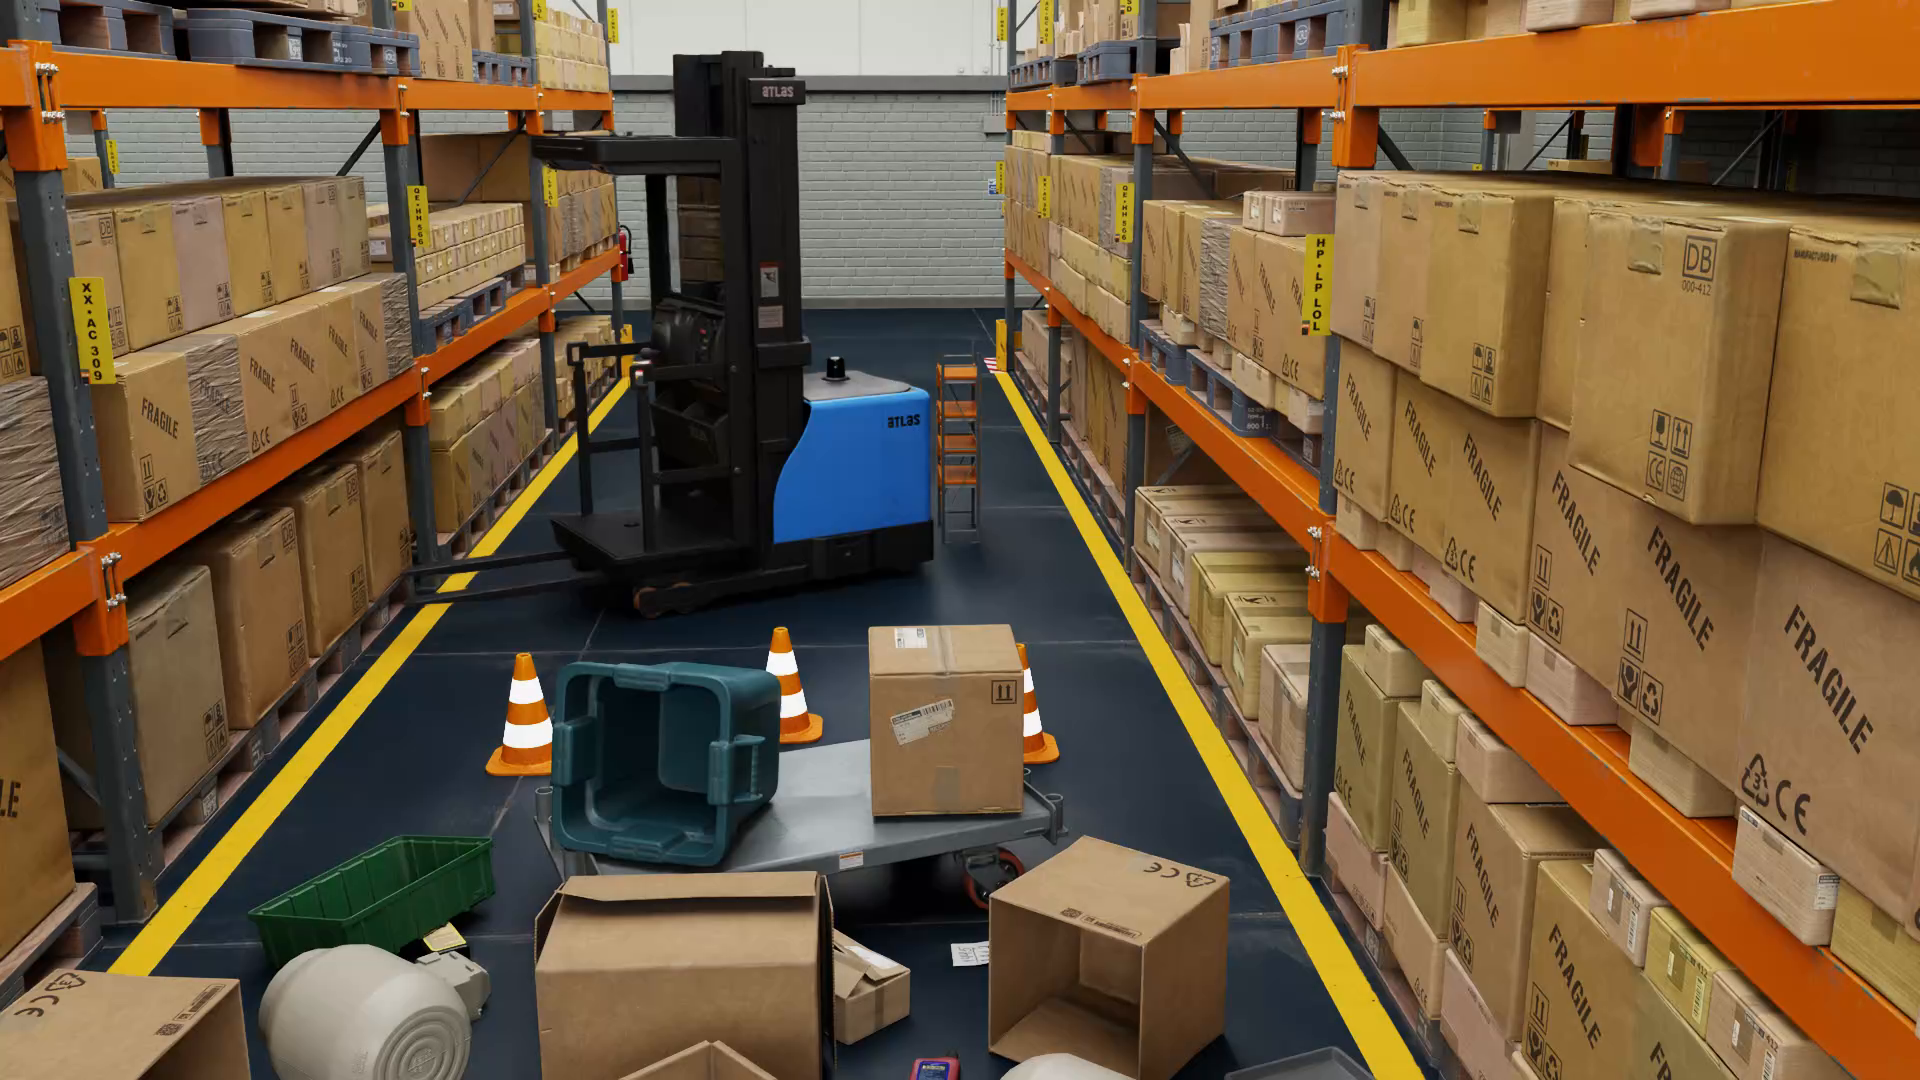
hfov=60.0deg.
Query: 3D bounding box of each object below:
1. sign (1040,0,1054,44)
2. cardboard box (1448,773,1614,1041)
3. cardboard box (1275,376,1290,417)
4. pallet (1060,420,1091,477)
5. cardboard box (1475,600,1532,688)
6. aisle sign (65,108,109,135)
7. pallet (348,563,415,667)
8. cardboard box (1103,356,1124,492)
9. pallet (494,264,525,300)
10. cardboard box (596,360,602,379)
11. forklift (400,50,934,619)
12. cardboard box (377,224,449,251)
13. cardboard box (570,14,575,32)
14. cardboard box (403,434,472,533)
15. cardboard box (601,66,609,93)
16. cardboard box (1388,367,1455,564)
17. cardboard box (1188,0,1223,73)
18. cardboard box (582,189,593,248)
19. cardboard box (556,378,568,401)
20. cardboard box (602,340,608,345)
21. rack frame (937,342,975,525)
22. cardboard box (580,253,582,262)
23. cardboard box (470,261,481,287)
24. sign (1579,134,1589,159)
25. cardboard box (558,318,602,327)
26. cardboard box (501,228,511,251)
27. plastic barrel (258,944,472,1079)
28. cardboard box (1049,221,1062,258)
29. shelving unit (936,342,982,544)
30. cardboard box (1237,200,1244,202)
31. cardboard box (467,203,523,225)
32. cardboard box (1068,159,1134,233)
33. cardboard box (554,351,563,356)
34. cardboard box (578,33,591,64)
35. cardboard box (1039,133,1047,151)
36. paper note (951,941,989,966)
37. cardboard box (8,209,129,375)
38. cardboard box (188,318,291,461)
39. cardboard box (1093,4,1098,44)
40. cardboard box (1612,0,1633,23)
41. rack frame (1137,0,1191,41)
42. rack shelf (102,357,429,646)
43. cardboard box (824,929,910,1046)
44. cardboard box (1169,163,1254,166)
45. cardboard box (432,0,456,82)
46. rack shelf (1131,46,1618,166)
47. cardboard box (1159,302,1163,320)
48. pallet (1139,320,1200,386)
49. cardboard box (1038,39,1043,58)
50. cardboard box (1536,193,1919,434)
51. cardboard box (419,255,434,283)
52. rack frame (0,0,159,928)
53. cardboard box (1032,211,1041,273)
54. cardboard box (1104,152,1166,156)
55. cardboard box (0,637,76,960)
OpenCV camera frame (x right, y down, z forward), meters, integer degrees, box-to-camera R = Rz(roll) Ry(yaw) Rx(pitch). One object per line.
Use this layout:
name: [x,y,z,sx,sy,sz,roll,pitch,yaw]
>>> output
sign: [0.670,-3.998,12.829,0.100,0.325,0.005,-1,14,-3]
cardboard box: [1.561,0.902,4.172,0.500,0.500,0.500,0,14,-1]
cardboard box: [1.413,-0.547,6.295,0.380,0.149,0.250,-1,14,-5]
pallet: [1.346,-0.724,12.918,1.003,0.211,1.213,-1,14,-3]
cardboard box: [1.488,0.247,4.050,0.380,0.149,0.250,-1,14,-3]
aisle sign: [-8.620,-4.389,16.347,0.394,0.787,0.004,-1,14,-3]
pallet: [-3.489,0.378,8.632,1.003,0.211,1.213,-1,14,-3]
cardboard box: [1.460,-0.840,11.193,0.875,0.875,0.875,-1,14,-3]
pallet: [-3.809,-1.879,12.194,1.003,0.211,1.213,-1,14,-3]
cardboard box: [-3.564,-1.601,15.607,0.380,0.149,0.250,-2,15,-6]
forklift: [-1.680,-1.149,9.111,3.031,2.935,1.130,-9,17,-30]
cardboard box: [-3.344,-1.851,10.167,0.380,0.149,0.250,-1,15,-6]
cardboard box: [-3.571,-4.513,14.524,0.380,0.149,0.250,-1,14,-5]
cardboard box: [-3.252,-0.342,10.009,0.500,0.500,0.500,-2,15,-6]
cardboard box: [-3.666,-4.430,16.005,0.500,0.250,0.500,-1,14,-5]
cardboard box: [1.522,-0.230,4.604,0.500,0.500,0.500,-1,14,-4]
cardboard box: [1.520,-2.536,8.143,0.700,0.500,0.500,-1,14,-3]
cardboard box: [-3.586,-2.865,14.845,0.500,0.500,0.500,0,14,-1]
cardboard box: [-3.414,-1.226,13.553,0.380,0.149,0.250,0,14,-1]
cardboard box: [-3.607,-1.870,16.054,0.380,0.149,0.250,-1,15,-6]
rack frame: [-0.025,-0.683,10.773,0.240,1.200,0.015,-1,14,-3]
cardboard box: [-3.632,-2.573,15.011,0.380,0.149,0.250,-1,14,-2]
cardboard box: [-3.388,-1.760,11.008,0.380,0.149,0.250,-1,14,-5]
sign: [6.485,-4.055,17.310,0.100,0.325,0.005,-1,14,-3]
cardboard box: [-3.715,-2.079,16.270,0.380,0.149,0.250,-1,14,-2]
cardboard box: [-3.459,-2.167,11.992,0.380,0.149,0.250,0,14,-1]
plastic barrel: [-1.614,1.332,4.501,0.512,0.421,0.421,10,18,35]
cardboard box: [0.969,-2.321,12.826,0.500,0.250,0.500,-1,14,-5]
shelving unit: [-0.010,-0.622,10.537,0.258,1.200,0.503,-1,14,-3]
cardboard box: [1.777,-1.558,8.921,0.500,0.500,0.500,-1,14,-5]
cardboard box: [-3.491,-2.437,12.446,0.380,0.149,0.250,0,14,-1]
cardboard box: [1.052,-2.434,11.757,0.500,0.500,0.500,-1,14,-5]
cardboard box: [-3.548,-1.495,14.003,0.380,0.149,0.250,-1,14,-4]
cardboard box: [-3.614,-4.416,14.947,0.500,0.250,0.500,-1,14,-3]
cardboard box: [0.888,-3.438,14.359,0.380,0.149,0.250,-1,14,-4]
paper note: [0.049,1.320,5.335,0.148,0.019,0.142,-1,14,-3]
cardboard box: [-3.252,-0.830,5.527,0.700,0.500,0.500,-1,14,-4]
cardboard box: [-3.040,-0.608,6.668,0.500,0.500,0.500,-1,14,-4]
cardboard box: [1.037,-3.199,10.347,0.396,0.266,0.258,-1,14,-5]
cardboard box: [1.588,-1.142,3.428,0.380,0.149,0.250,-1,14,-3]
rack frame: [1.471,-4.176,8.698,1.000,3.000,0.127,-1,14,-3]
rack shelf: [-3.339,-0.323,7.207,1.077,0.370,4.000,-1,14,-3]
cardboard box: [-0.373,1.284,5.004,0.258,0.266,0.396,-13,20,-42]
cardboard box: [1.628,-2.182,10.780,0.500,0.500,0.500,0,14,-2]
cardboard box: [-3.271,-2.941,9.716,0.500,0.500,0.500,-1,14,-3]
rack shelf: [1.595,-1.878,7.228,1.077,0.370,4.000,-1,14,-3]
cardboard box: [1.306,-1.269,9.099,0.380,0.149,0.250,-2,15,-7]
pallet: [1.622,-1.002,8.787,1.213,0.211,1.003,-1,14,-3]
cardboard box: [0.848,-4.068,13.758,0.380,0.149,0.250,-1,14,-2]
cardboard box: [1.667,-0.459,3.486,0.700,0.500,0.500,-1,14,-4]
cardboard box: [-3.311,-1.586,9.734,0.380,0.149,0.250,0,14,-1]
rack frame: [-3.215,-0.174,5.185,1.000,3.000,0.127,-1,14,-3]
cardboard box: [0.902,-2.553,14.230,0.500,0.500,0.500,-1,14,-5]
cardboard box: [1.436,-2.920,13.650,0.500,0.500,0.500,-1,14,-3]
cardboard box: [-3.246,0.809,4.785,0.875,0.875,0.875,-1,14,-3]
